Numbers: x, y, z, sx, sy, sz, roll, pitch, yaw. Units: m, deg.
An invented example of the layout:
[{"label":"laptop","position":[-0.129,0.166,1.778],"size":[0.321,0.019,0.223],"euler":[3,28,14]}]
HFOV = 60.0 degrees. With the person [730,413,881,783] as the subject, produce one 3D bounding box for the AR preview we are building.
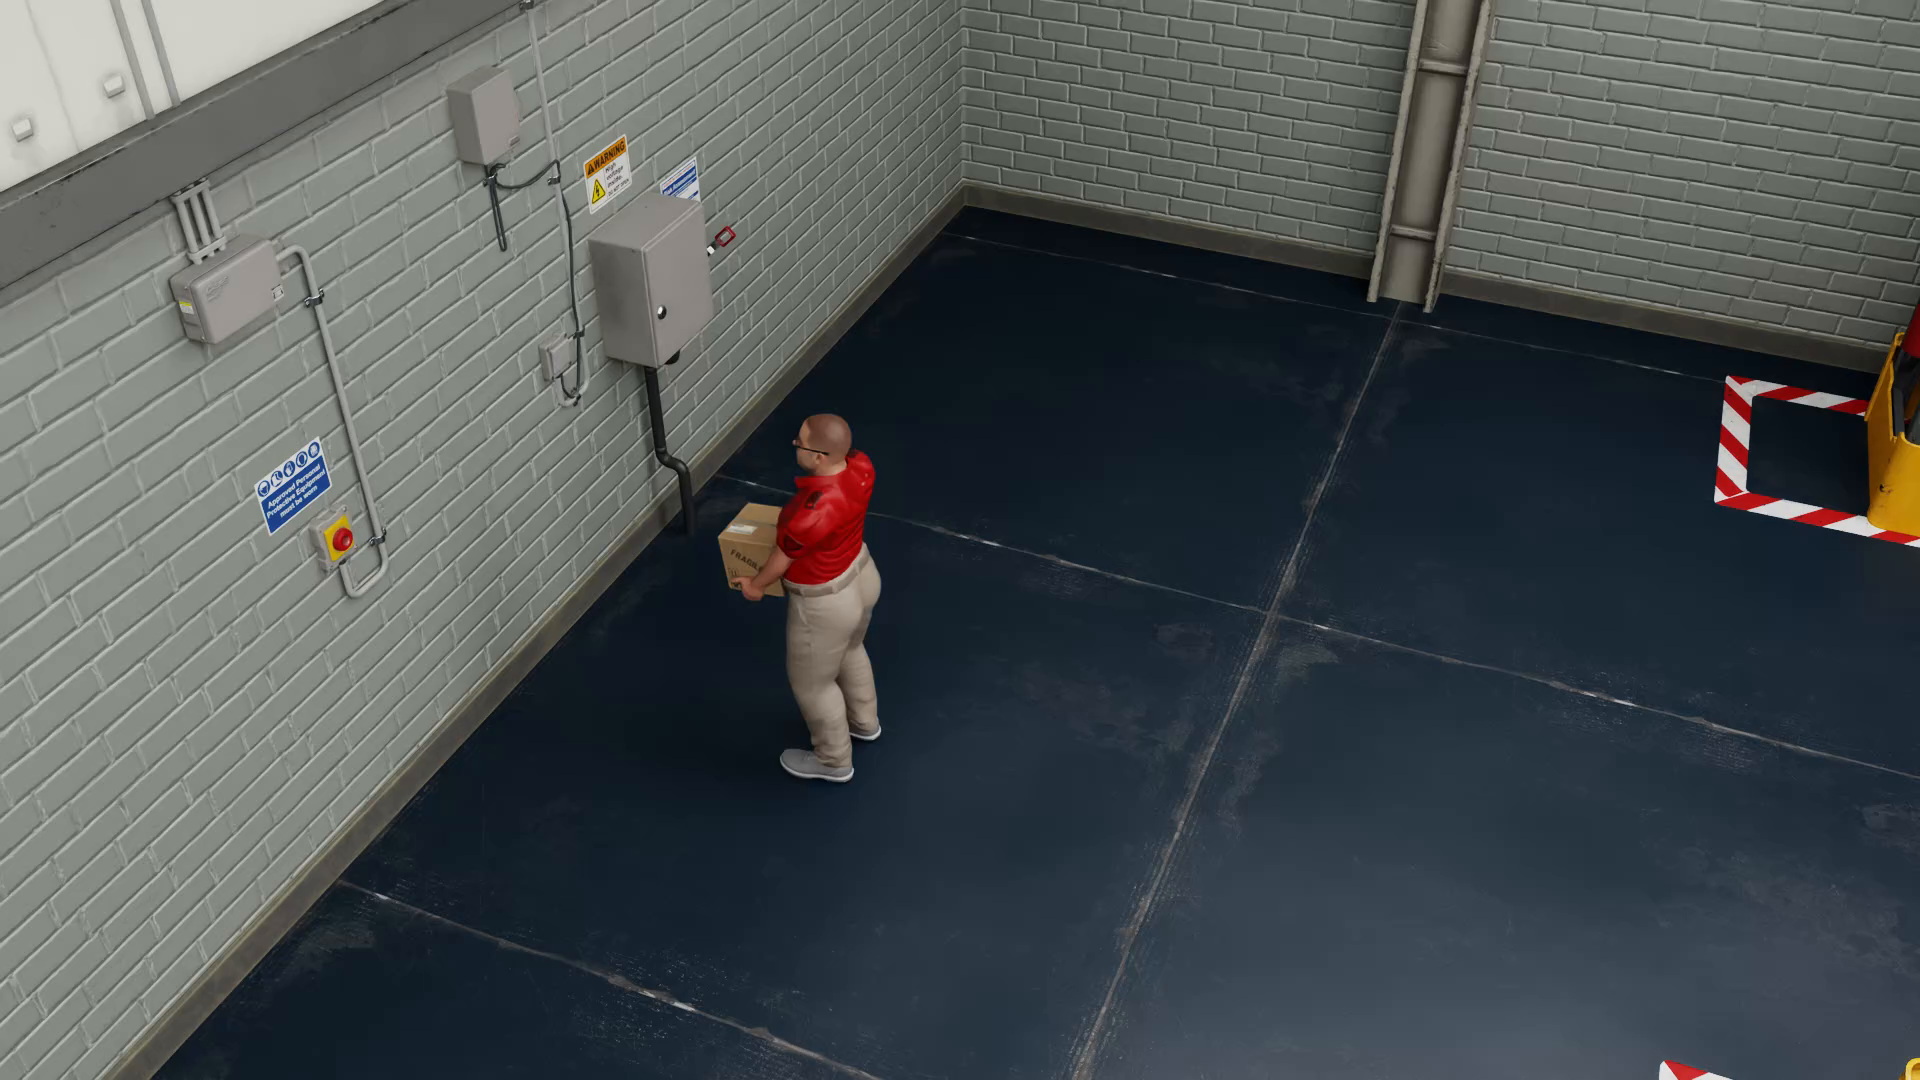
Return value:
[{"label":"person","position":[-0.609,0.205,6.574],"size":[0.540,1.722,0.490],"euler":[14,40,18]}]
